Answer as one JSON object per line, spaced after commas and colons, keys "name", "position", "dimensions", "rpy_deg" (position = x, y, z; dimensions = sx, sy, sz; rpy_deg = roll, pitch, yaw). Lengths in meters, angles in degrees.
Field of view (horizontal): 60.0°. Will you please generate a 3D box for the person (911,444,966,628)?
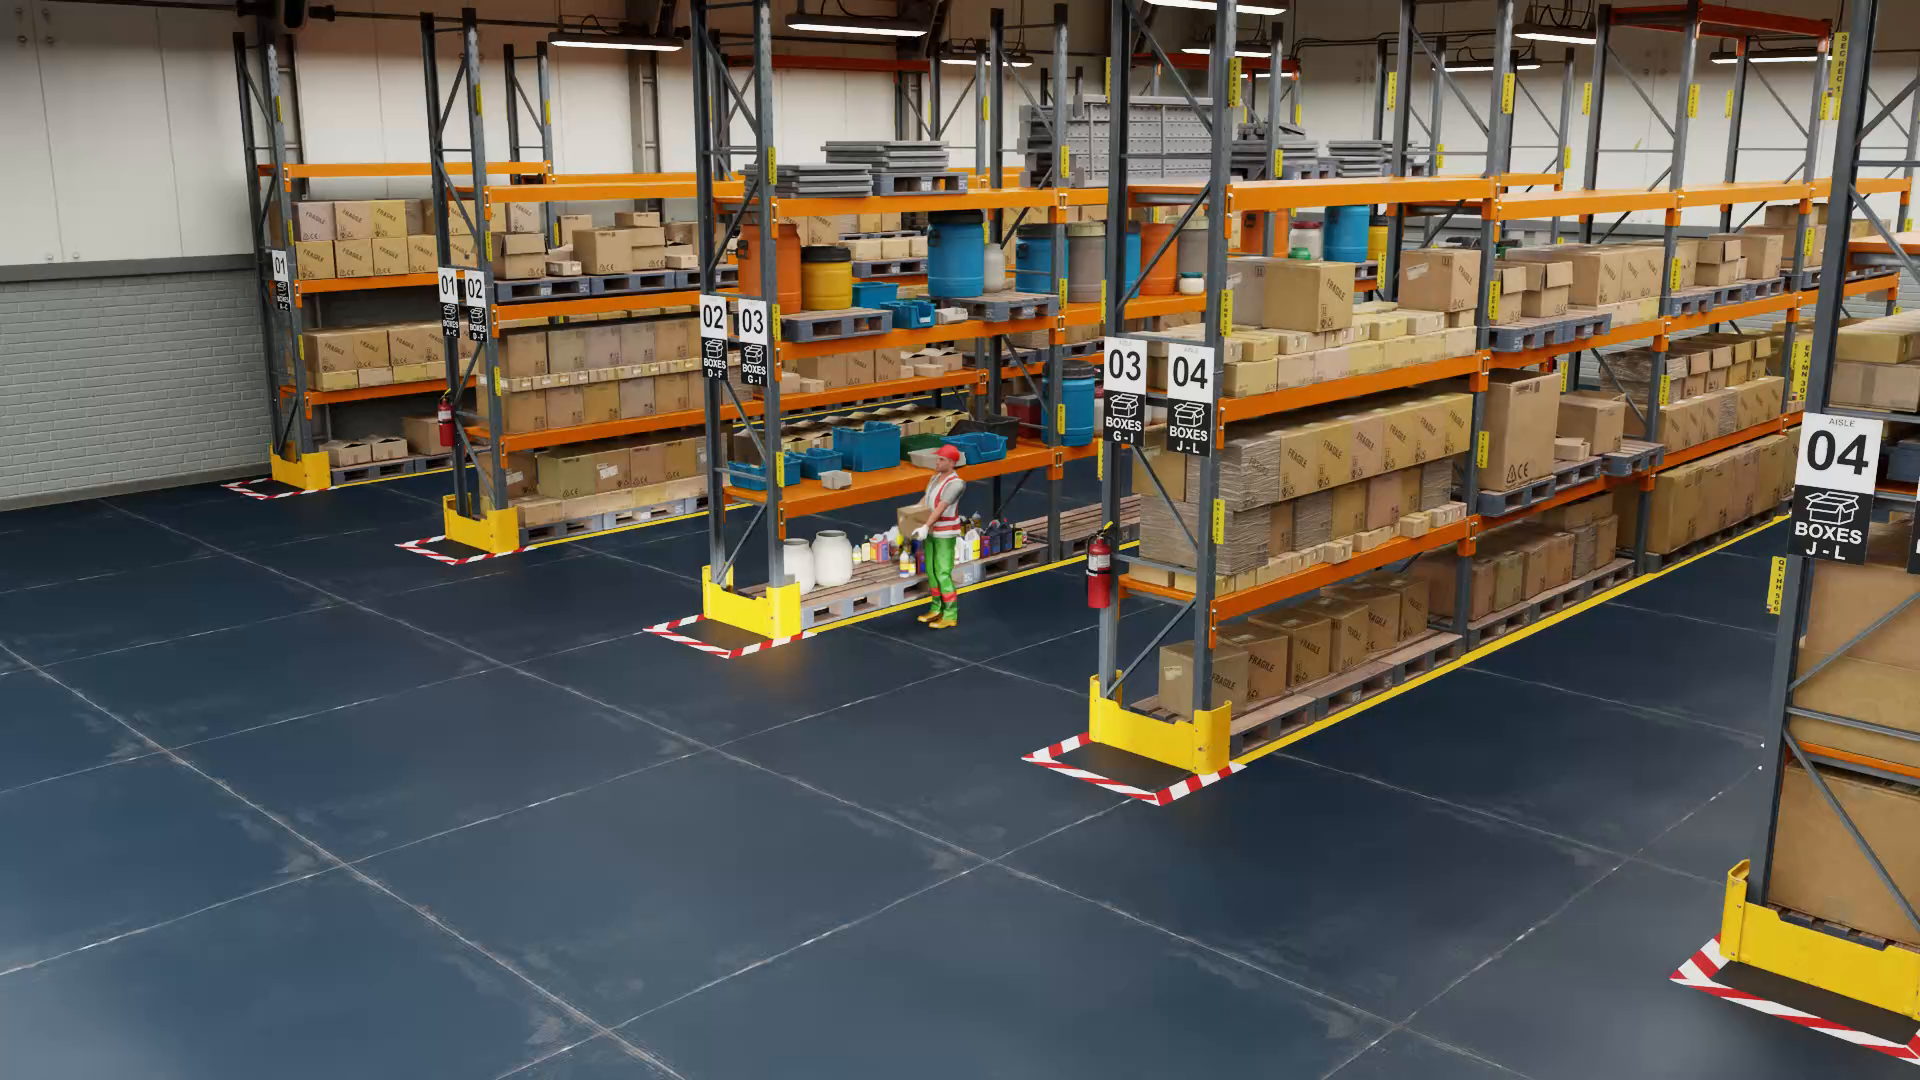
{"name": "person", "position": [-0.263, -0.036, 16.103], "dimensions": [0.560, 1.782, 0.494], "rpy_deg": [-7, 15, -25]}
